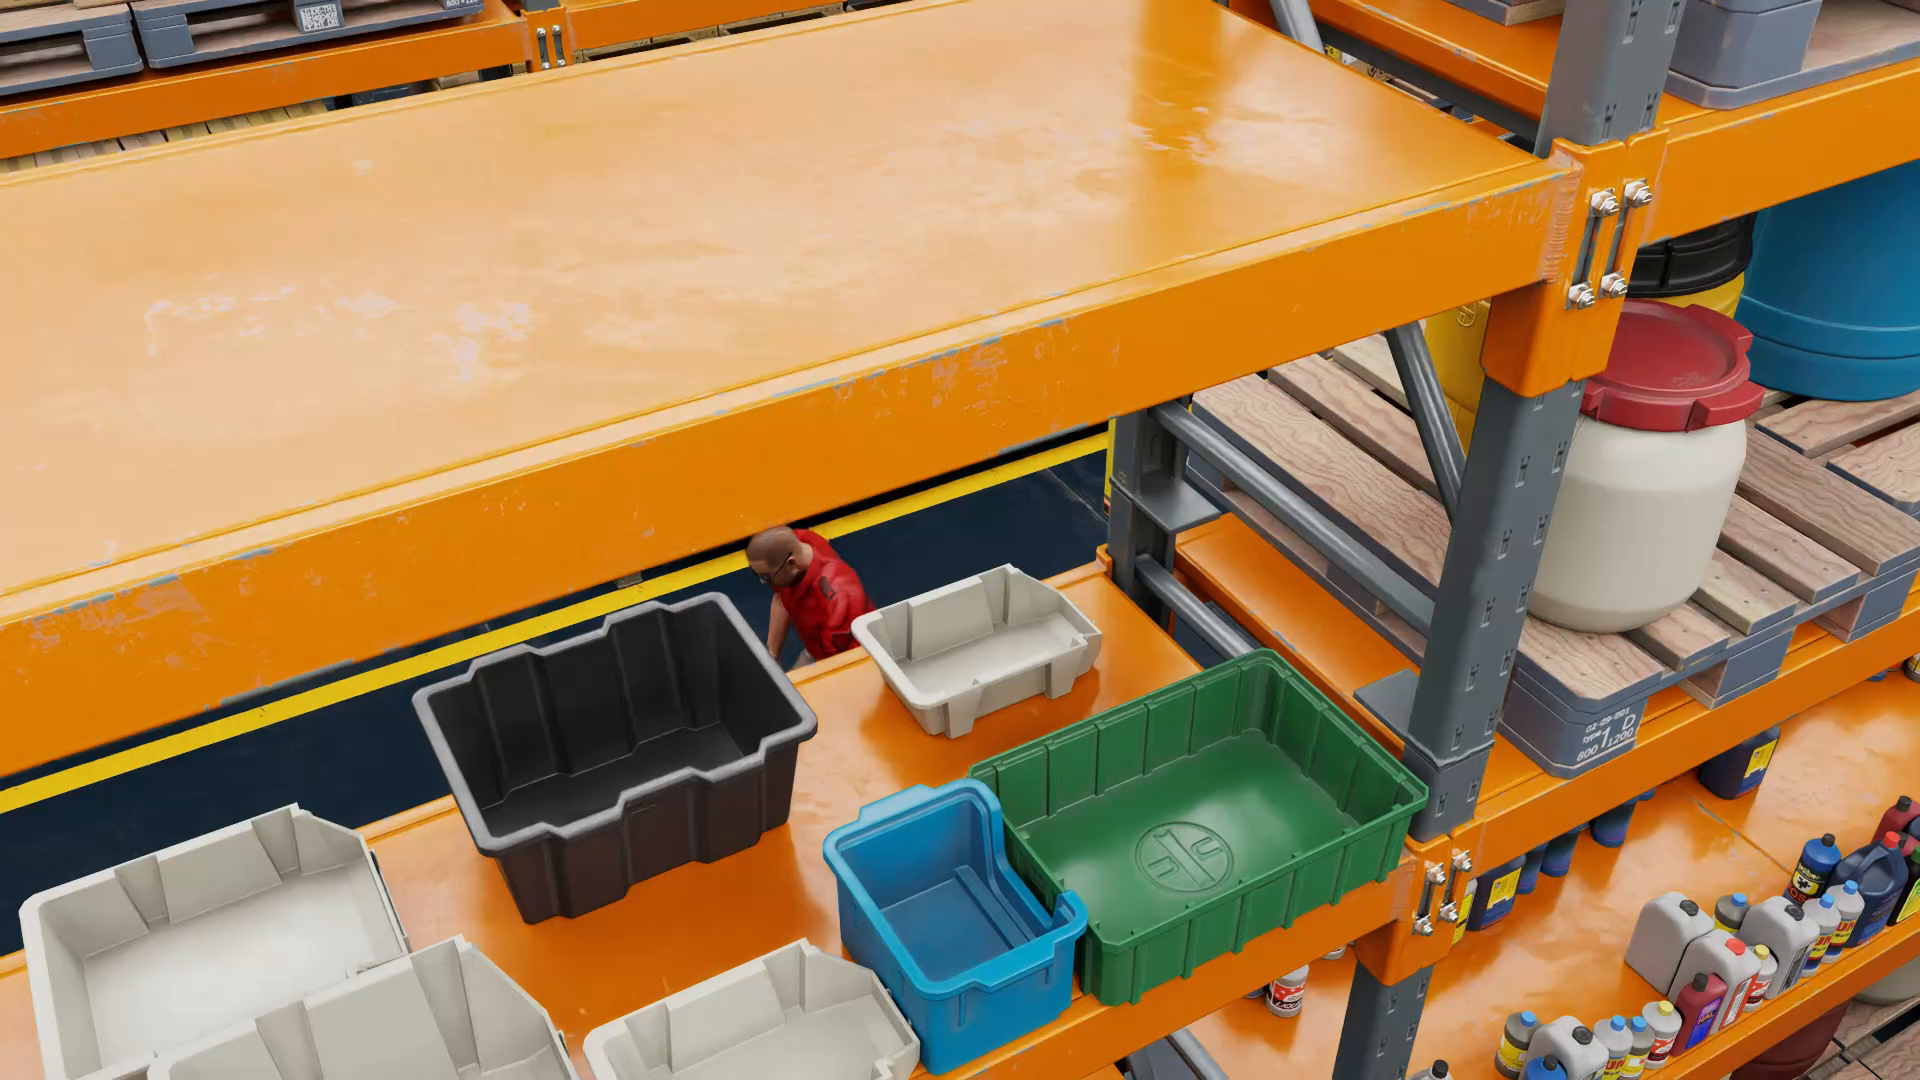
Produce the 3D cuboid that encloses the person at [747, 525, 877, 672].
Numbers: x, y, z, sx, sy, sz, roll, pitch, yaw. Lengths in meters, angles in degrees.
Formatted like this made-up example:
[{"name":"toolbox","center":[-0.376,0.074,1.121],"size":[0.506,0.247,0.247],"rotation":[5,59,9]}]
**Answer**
[{"name":"person","center":[-0.502,0.524,6.384],"size":[0.574,1.566,0.581],"rotation":[-19,40,-23]}]
